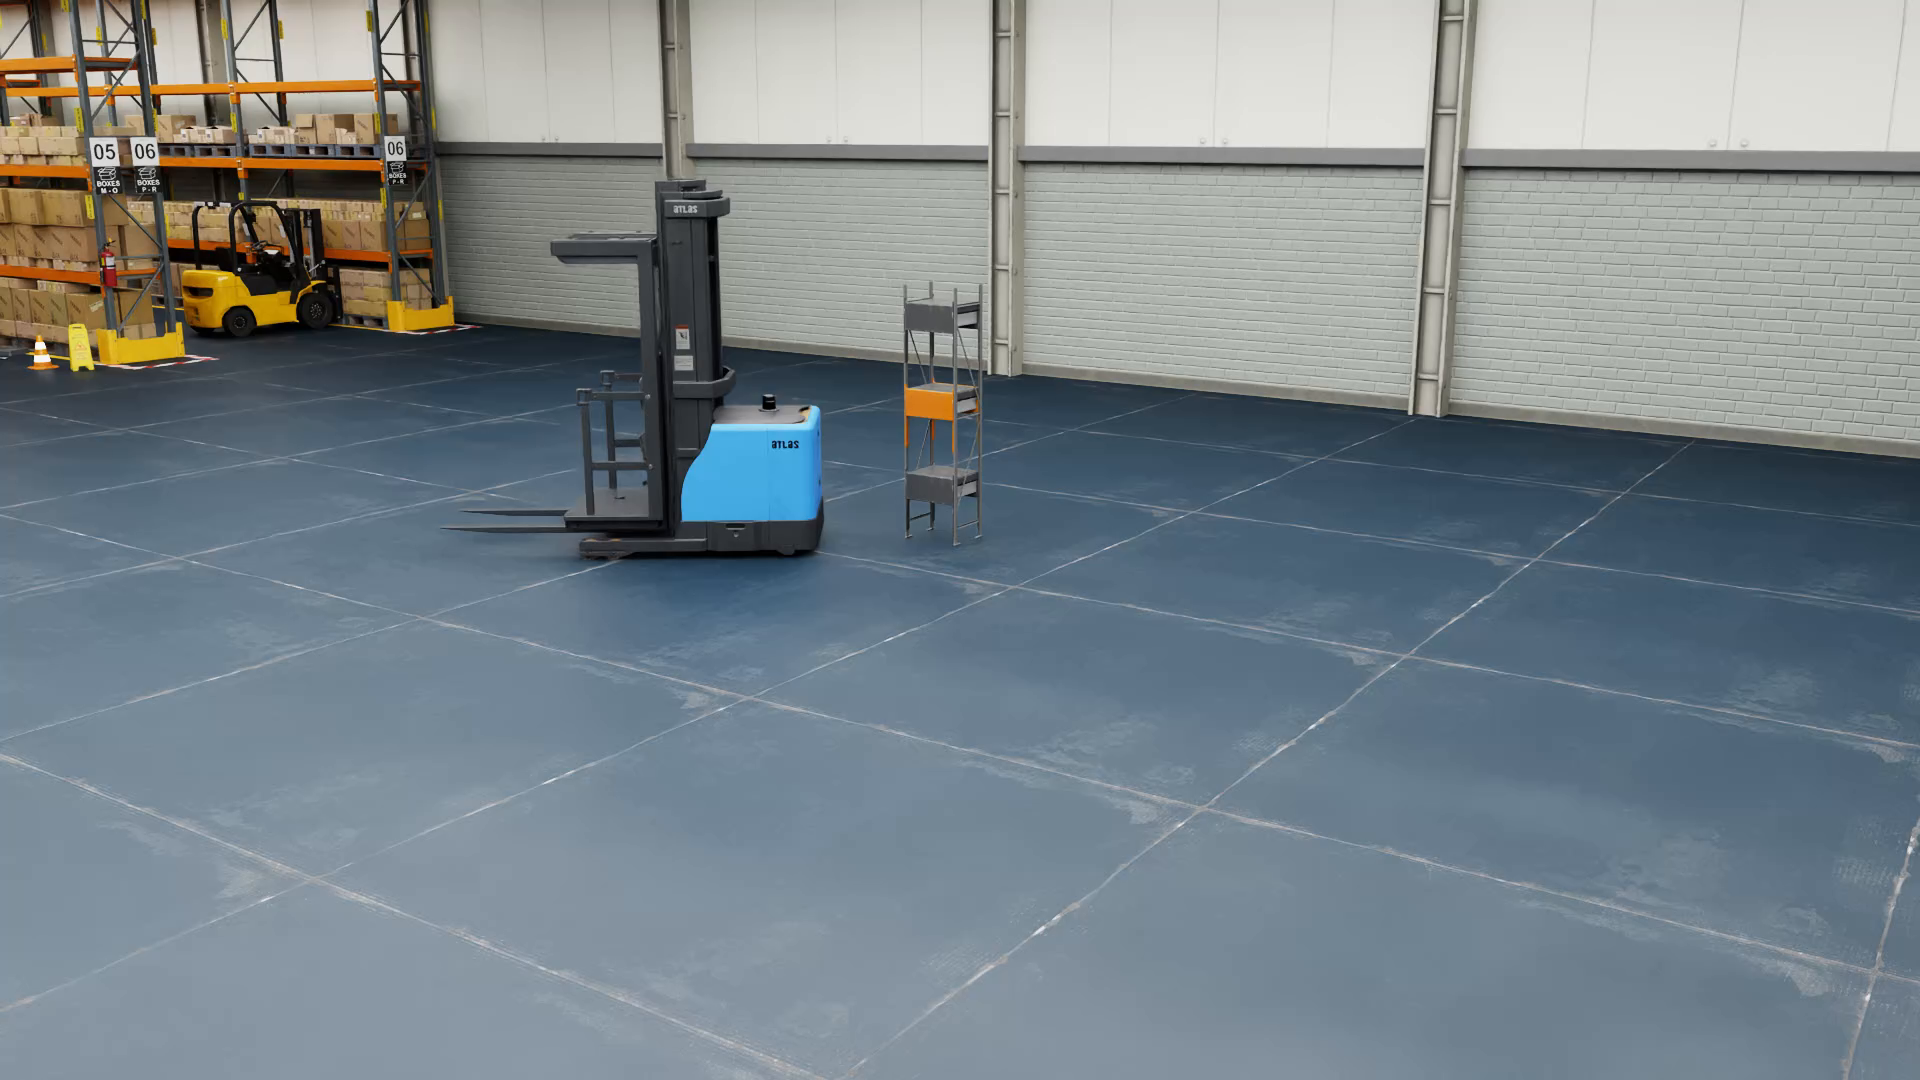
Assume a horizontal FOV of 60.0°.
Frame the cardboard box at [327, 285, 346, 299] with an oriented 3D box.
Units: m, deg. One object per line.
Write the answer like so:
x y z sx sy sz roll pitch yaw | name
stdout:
-10.682 -4.355 28.982 0.500 0.250 0.500 9 16 32 | cardboard box

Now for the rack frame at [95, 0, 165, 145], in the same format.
-15.891 -9.091 31.820 0.127 3.000 1.000 9 17 33 | rack frame

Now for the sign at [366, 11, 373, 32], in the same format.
-9.568 -8.404 26.935 0.005 0.325 0.100 9 17 33 | sign

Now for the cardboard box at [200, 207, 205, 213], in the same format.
-13.852 -6.138 30.818 0.250 0.149 0.380 9 16 31 | cardboard box

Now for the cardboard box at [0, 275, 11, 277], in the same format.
-14.930 -4.038 25.833 0.250 0.149 0.380 9 17 34 | cardboard box

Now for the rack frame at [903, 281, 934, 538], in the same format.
-0.340 -1.074 13.793 0.015 2.100 0.400 9 17 33 | rack frame

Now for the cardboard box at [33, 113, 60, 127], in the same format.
-18.680 -8.591 34.003 0.258 0.266 0.396 9 17 33 | cardboard box

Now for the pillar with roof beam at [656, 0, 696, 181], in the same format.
-6.752 -6.628 21.871 0.400 9.000 9.100 9 17 33 | pillar with roof beam

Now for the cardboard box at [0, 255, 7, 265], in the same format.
-14.595 -4.331 25.599 0.250 0.149 0.380 10 17 35 | cardboard box

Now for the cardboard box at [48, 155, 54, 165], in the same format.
-13.071 -5.558 24.315 0.250 0.149 0.380 9 17 33 | cardboard box

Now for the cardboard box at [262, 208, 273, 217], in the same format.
-12.239 -5.876 29.760 0.250 0.149 0.380 10 17 34 | cardboard box

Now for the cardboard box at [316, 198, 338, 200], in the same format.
-11.280 -6.033 29.775 0.250 0.149 0.380 9 16 32 | cardboard box

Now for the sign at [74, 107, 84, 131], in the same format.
-12.346 -5.894 23.304 0.005 0.325 0.100 9 17 33 | sign

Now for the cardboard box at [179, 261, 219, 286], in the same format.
-14.276 -4.967 31.715 0.625 0.625 0.875 8 16 31 | cardboard box

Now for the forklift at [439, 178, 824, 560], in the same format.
-2.661 -1.393 13.351 3.031 2.935 1.130 0 14 -1 | forklift

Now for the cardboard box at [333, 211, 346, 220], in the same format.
-10.554 -5.597 28.634 0.250 0.149 0.380 9 16 31 | cardboard box

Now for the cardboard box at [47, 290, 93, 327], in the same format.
-13.265 -3.474 24.901 0.500 0.500 0.500 10 17 35 | cardboard box

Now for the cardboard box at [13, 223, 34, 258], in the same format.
-13.860 -4.534 25.070 0.500 0.500 0.500 9 17 33 | cardboard box

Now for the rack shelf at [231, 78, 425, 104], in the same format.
-10.912 -7.743 28.704 4.000 0.370 1.077 9 17 33 | rack shelf

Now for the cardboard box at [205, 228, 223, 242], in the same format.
-13.556 -5.651 30.722 0.500 0.250 0.500 9 17 32 | cardboard box

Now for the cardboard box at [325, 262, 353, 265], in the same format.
-11.215 -4.834 29.876 0.500 0.250 0.500 9 17 33 | cardboard box

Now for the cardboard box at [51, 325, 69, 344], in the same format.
-13.266 -3.111 24.995 0.500 0.250 0.500 9 17 33 | cardboard box

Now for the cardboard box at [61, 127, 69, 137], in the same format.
-12.658 -5.866 23.897 0.250 0.149 0.380 10 17 34 | cardboard box

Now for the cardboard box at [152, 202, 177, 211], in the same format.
-15.117 -6.343 31.647 0.250 0.149 0.380 9 17 33 | cardboard box

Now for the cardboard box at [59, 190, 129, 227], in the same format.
-12.566 -4.819 24.140 0.500 0.500 0.700 9 16 31 | cardboard box

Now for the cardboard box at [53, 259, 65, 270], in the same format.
-13.153 -4.080 24.586 0.250 0.149 0.380 10 17 34 | cardboard box

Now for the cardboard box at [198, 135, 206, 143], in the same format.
-13.654 -7.316 30.332 0.250 0.149 0.380 9 17 33 | cardboard box

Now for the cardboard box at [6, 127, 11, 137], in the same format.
-13.924 -6.074 24.739 0.250 0.149 0.380 10 17 34 | cardboard box

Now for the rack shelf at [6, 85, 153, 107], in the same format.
-17.551 -8.816 33.038 4.000 0.370 1.077 9 17 33 | rack shelf

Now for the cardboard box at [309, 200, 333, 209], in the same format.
-11.143 -5.861 29.082 0.250 0.149 0.380 9 17 33 | cardboard box

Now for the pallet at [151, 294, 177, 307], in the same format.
-15.230 -4.707 32.399 1.213 0.211 1.003 9 17 33 | pallet

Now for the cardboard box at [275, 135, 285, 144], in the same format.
-11.731 -7.005 29.077 0.250 0.149 0.380 10 17 34 | cardboard box

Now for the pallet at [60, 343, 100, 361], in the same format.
-12.737 -2.888 25.052 1.213 0.211 1.003 9 17 33 | pallet

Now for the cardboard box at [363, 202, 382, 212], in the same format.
-9.890 -5.647 28.214 0.250 0.149 0.380 9 17 33 | cardboard box

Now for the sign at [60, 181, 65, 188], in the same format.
-18.903 -7.388 35.018 0.005 0.325 0.100 9 17 33 | sign

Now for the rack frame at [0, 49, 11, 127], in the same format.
-15.339 -7.564 25.653 0.127 3.000 1.000 9 17 33 | rack frame

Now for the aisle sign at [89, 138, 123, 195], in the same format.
-12.130 -5.311 23.627 0.004 0.787 0.394 9 17 33 | aisle sign

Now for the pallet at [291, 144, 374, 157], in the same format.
-10.842 -6.782 28.921 1.213 0.211 1.003 9 17 33 | pallet

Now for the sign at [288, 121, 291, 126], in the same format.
-12.263 -7.499 30.390 0.005 0.325 0.100 9 17 33 | sign

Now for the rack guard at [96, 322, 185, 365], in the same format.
-12.083 -2.913 24.548 0.348 0.500 1.175 9 17 33 | rack guard

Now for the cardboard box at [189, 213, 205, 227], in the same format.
-13.974 -5.964 30.946 0.500 0.250 0.500 10 17 34 | cardboard box

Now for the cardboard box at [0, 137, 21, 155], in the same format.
-13.865 -5.862 24.711 0.500 0.250 0.500 9 17 33 | cardboard box

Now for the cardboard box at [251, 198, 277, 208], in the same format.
-12.473 -6.048 29.837 0.250 0.149 0.380 10 17 34 | cardboard box

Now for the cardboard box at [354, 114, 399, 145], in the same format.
-9.756 -6.874 27.815 0.500 0.500 0.500 10 17 35 | cardboard box

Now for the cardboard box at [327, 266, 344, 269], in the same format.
-11.077 -4.662 29.183 0.500 0.250 0.500 9 16 32 | cardboard box

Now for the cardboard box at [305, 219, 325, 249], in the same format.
-11.082 -5.373 29.079 0.500 0.500 0.500 9 17 33 | cardboard box

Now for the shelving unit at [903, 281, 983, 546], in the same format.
-0.137 -1.041 13.661 0.503 2.100 0.431 9 17 33 | shelving unit
